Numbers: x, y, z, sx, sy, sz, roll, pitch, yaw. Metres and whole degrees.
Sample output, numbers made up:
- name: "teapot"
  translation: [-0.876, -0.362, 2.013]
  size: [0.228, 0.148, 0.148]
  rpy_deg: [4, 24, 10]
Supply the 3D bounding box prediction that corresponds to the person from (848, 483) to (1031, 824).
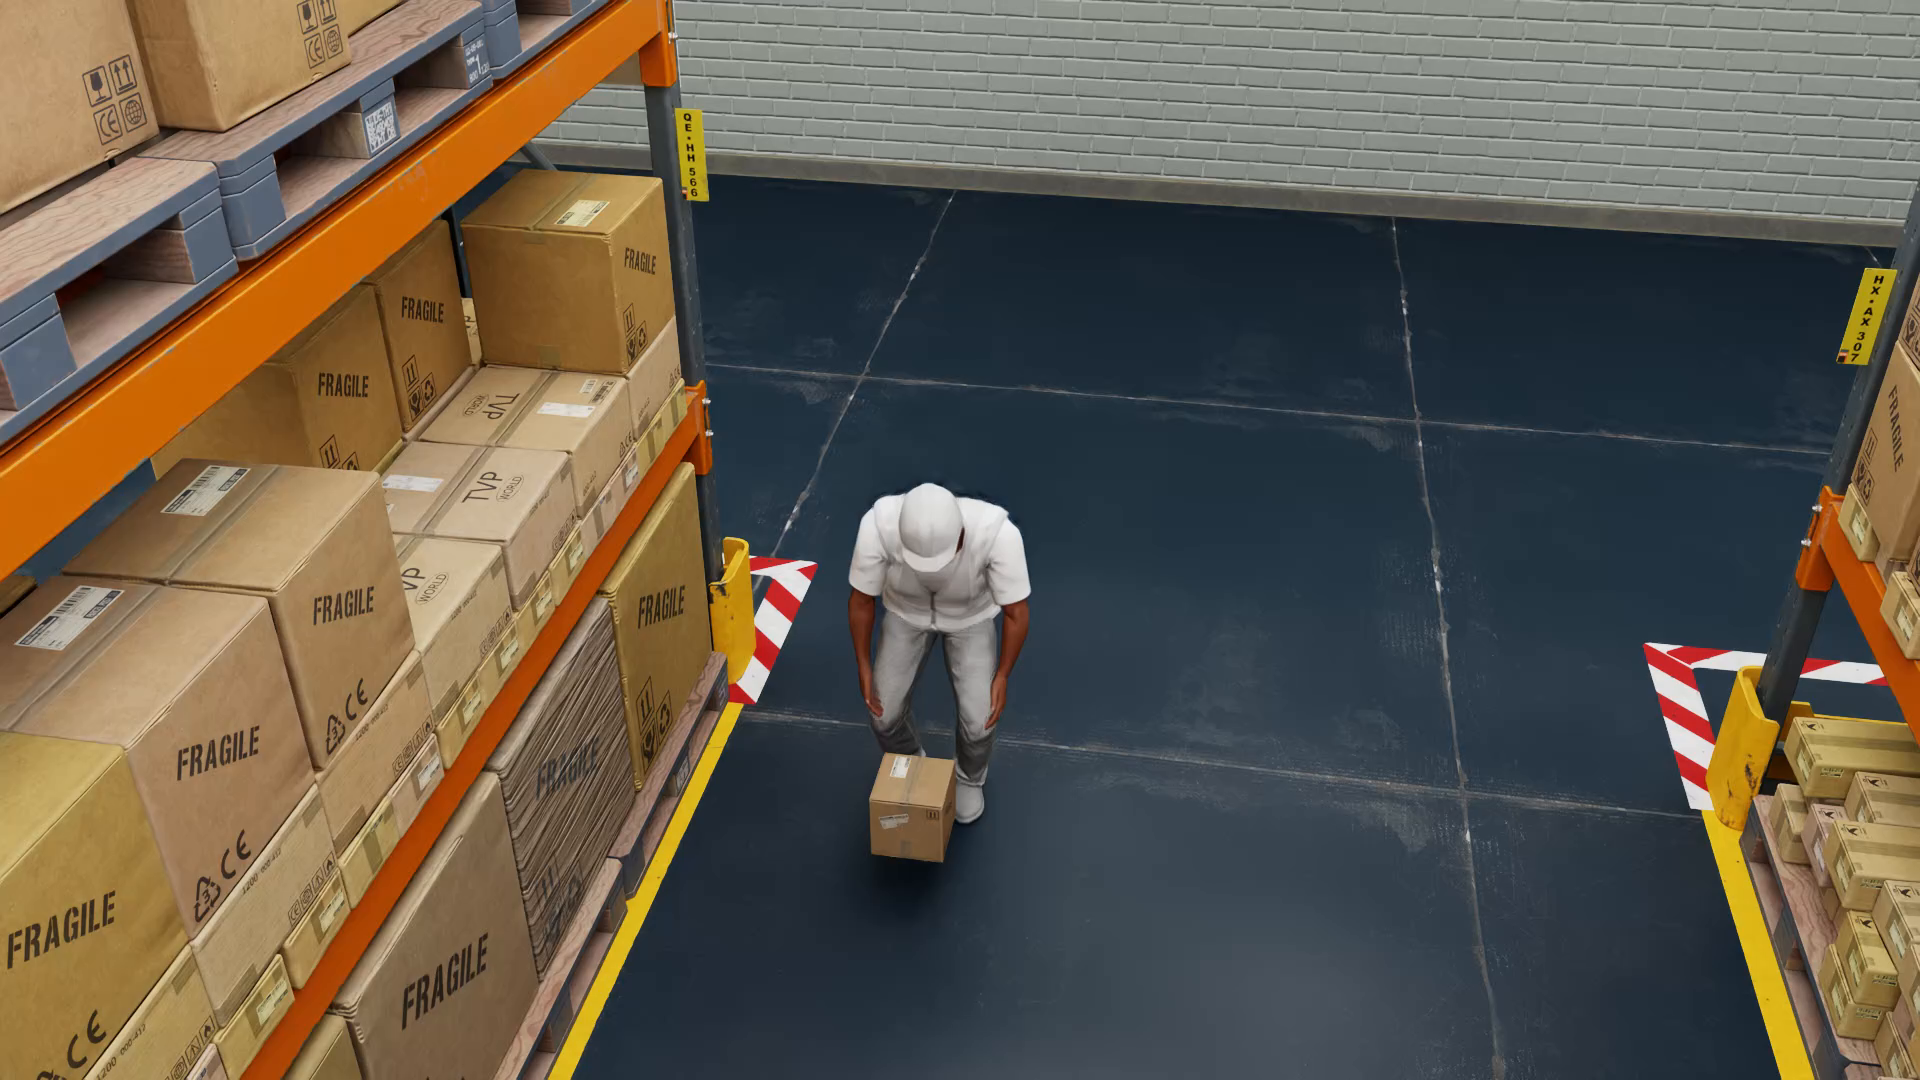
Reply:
- name: "person"
  translation: [-0.060, 0.344, 5.829]
  size: [0.629, 1.490, 0.708]
  rpy_deg: [5, 33, 9]
